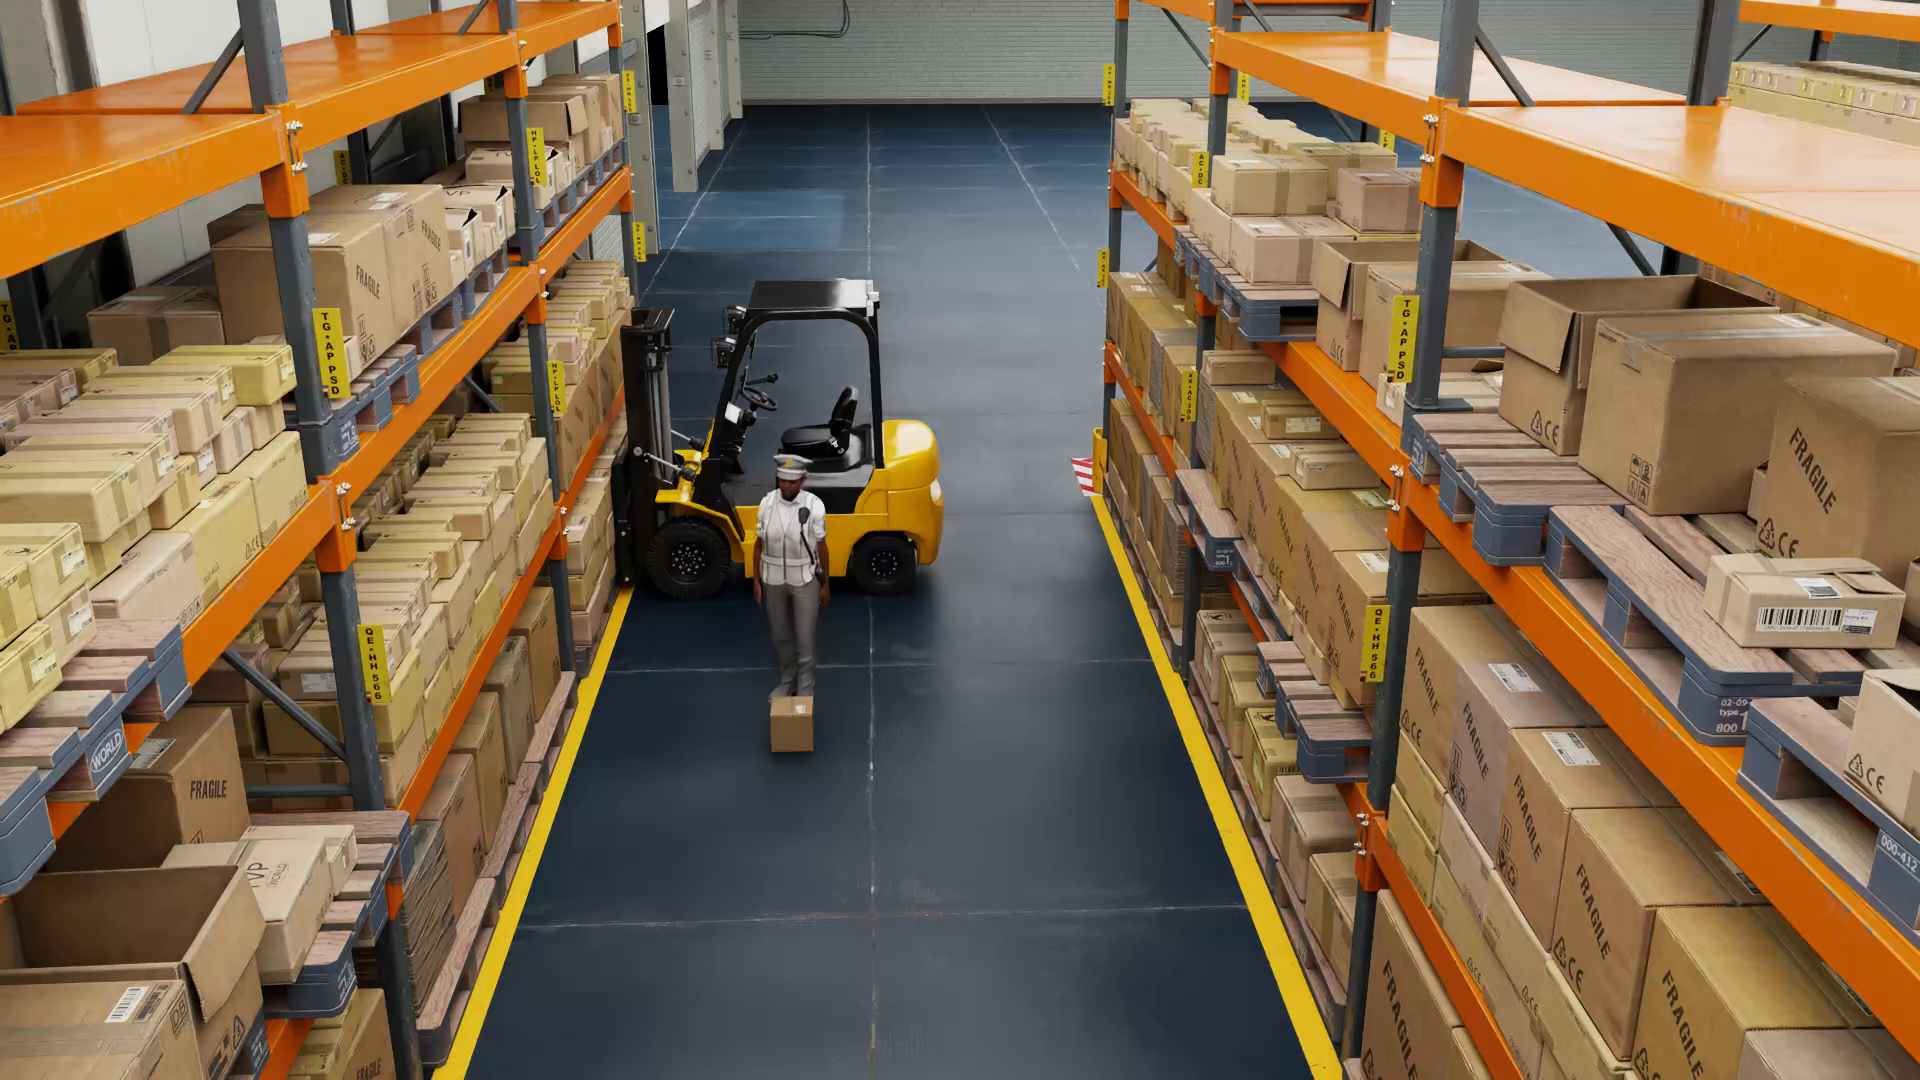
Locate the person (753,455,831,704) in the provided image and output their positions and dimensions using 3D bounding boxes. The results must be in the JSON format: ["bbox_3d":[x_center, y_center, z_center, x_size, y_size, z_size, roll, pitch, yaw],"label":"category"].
[{"bbox_3d":[-1.052,0.269,10.309,0.474,1.683,0.489,4,21,9],"label":"person"}]
